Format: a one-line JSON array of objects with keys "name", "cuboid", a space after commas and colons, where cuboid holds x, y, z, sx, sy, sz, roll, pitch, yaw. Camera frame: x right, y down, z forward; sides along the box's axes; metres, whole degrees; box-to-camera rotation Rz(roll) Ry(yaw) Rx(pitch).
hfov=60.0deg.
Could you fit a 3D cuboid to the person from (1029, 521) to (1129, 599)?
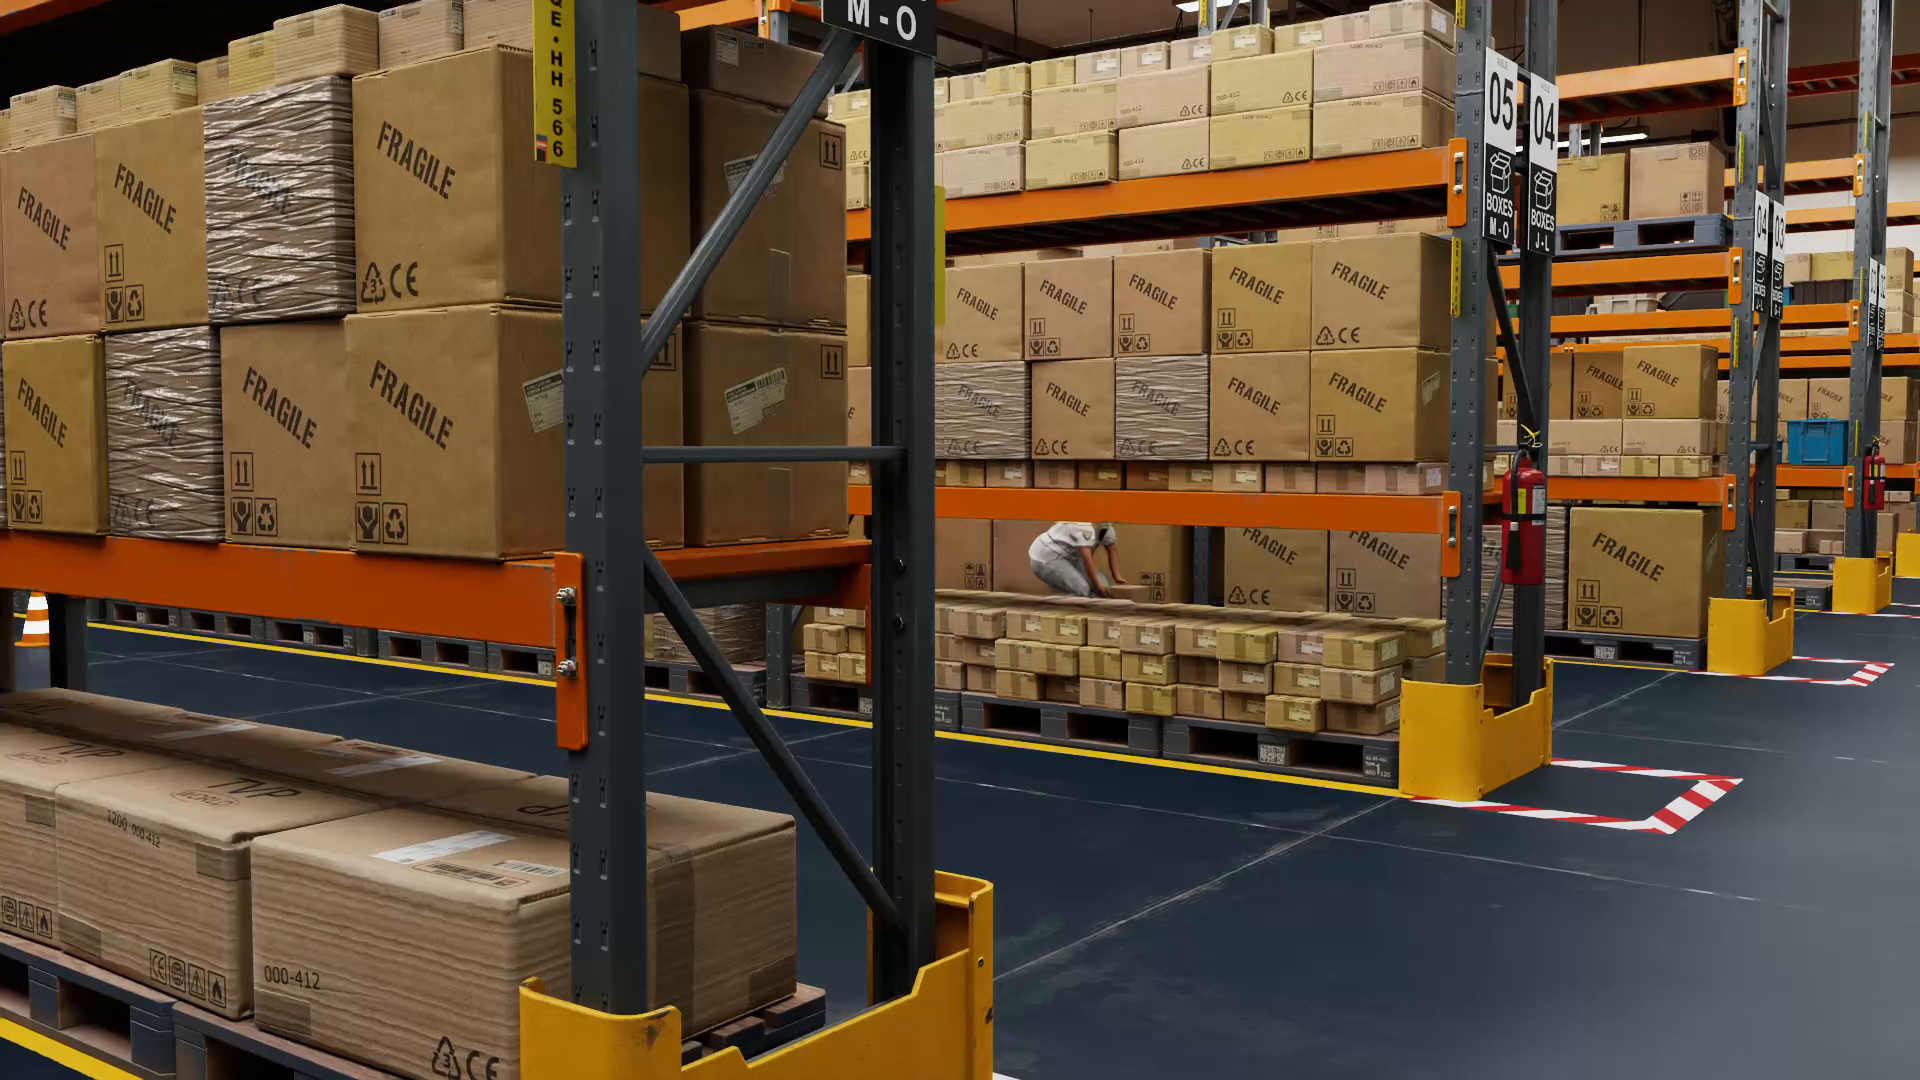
[{"name": "person", "cuboid": [0.950, 0.203, 12.852, 0.811, 1.184, 0.536, 2, 4, 34]}]
